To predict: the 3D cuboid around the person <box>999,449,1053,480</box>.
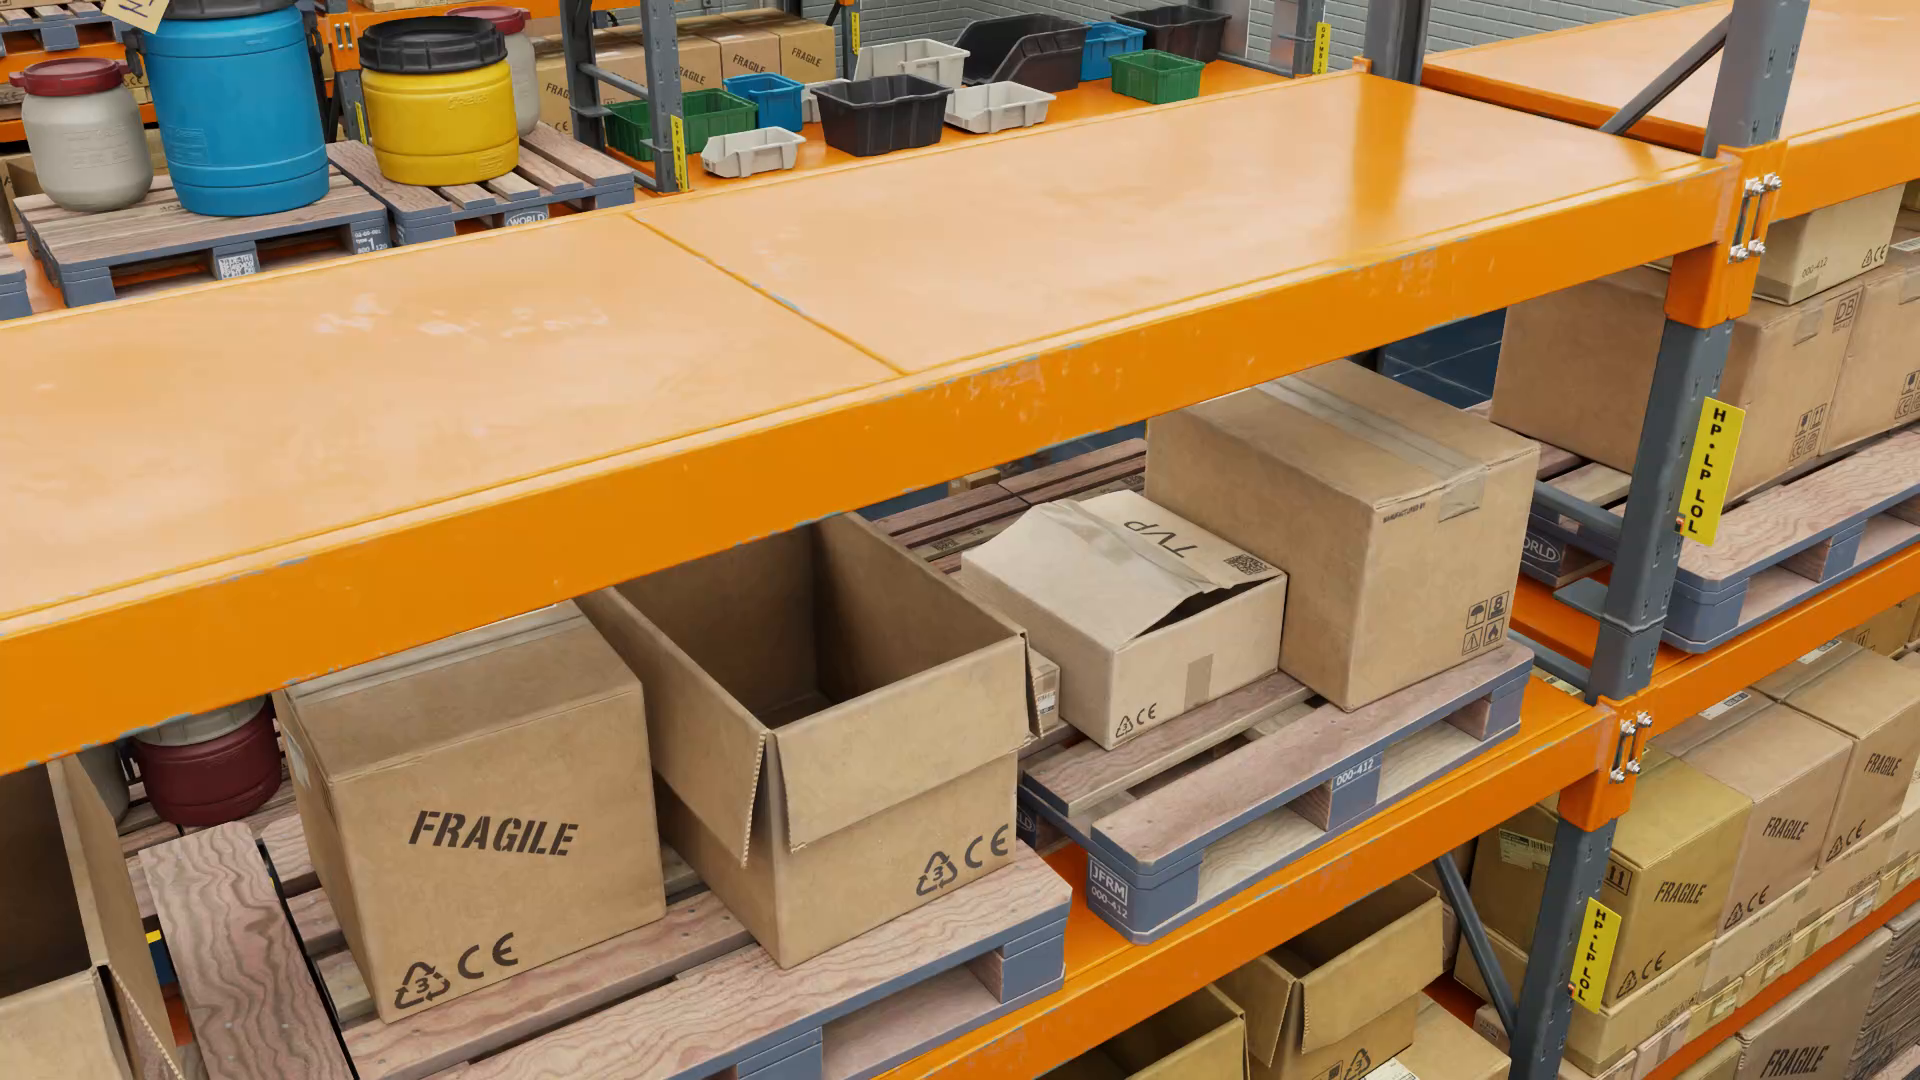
[{"bbox_3d":[0.433,-1.077,10.728,0.502,1.785,0.688,18,33,30],"label":"person"}]
